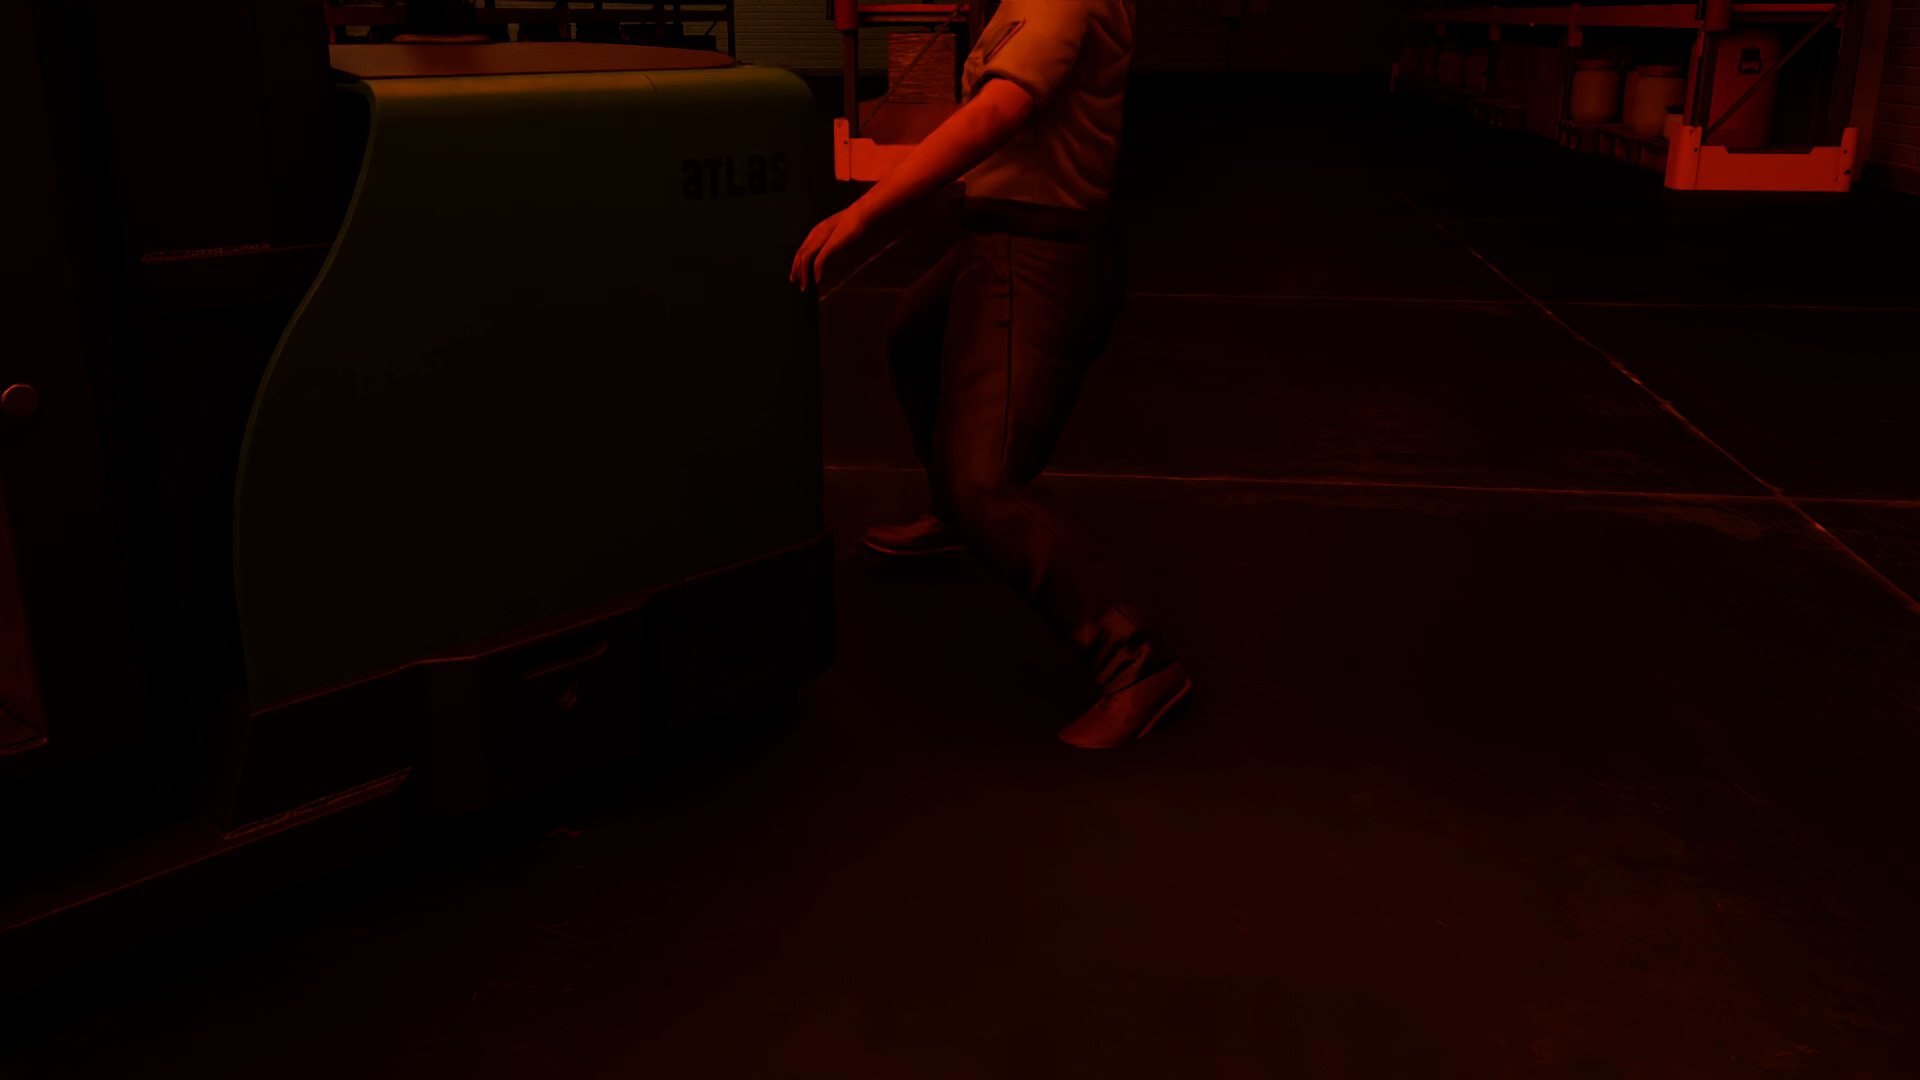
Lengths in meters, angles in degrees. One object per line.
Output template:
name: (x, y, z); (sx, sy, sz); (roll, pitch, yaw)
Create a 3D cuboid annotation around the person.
person: (0.079, -0.496, 2.985); (0.779, 1.526, 0.928); (4, 18, 14)

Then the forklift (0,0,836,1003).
forklift: (-1.578, -0.889, 1.773); (1.130, 2.935, 3.031); (15, 23, 40)
